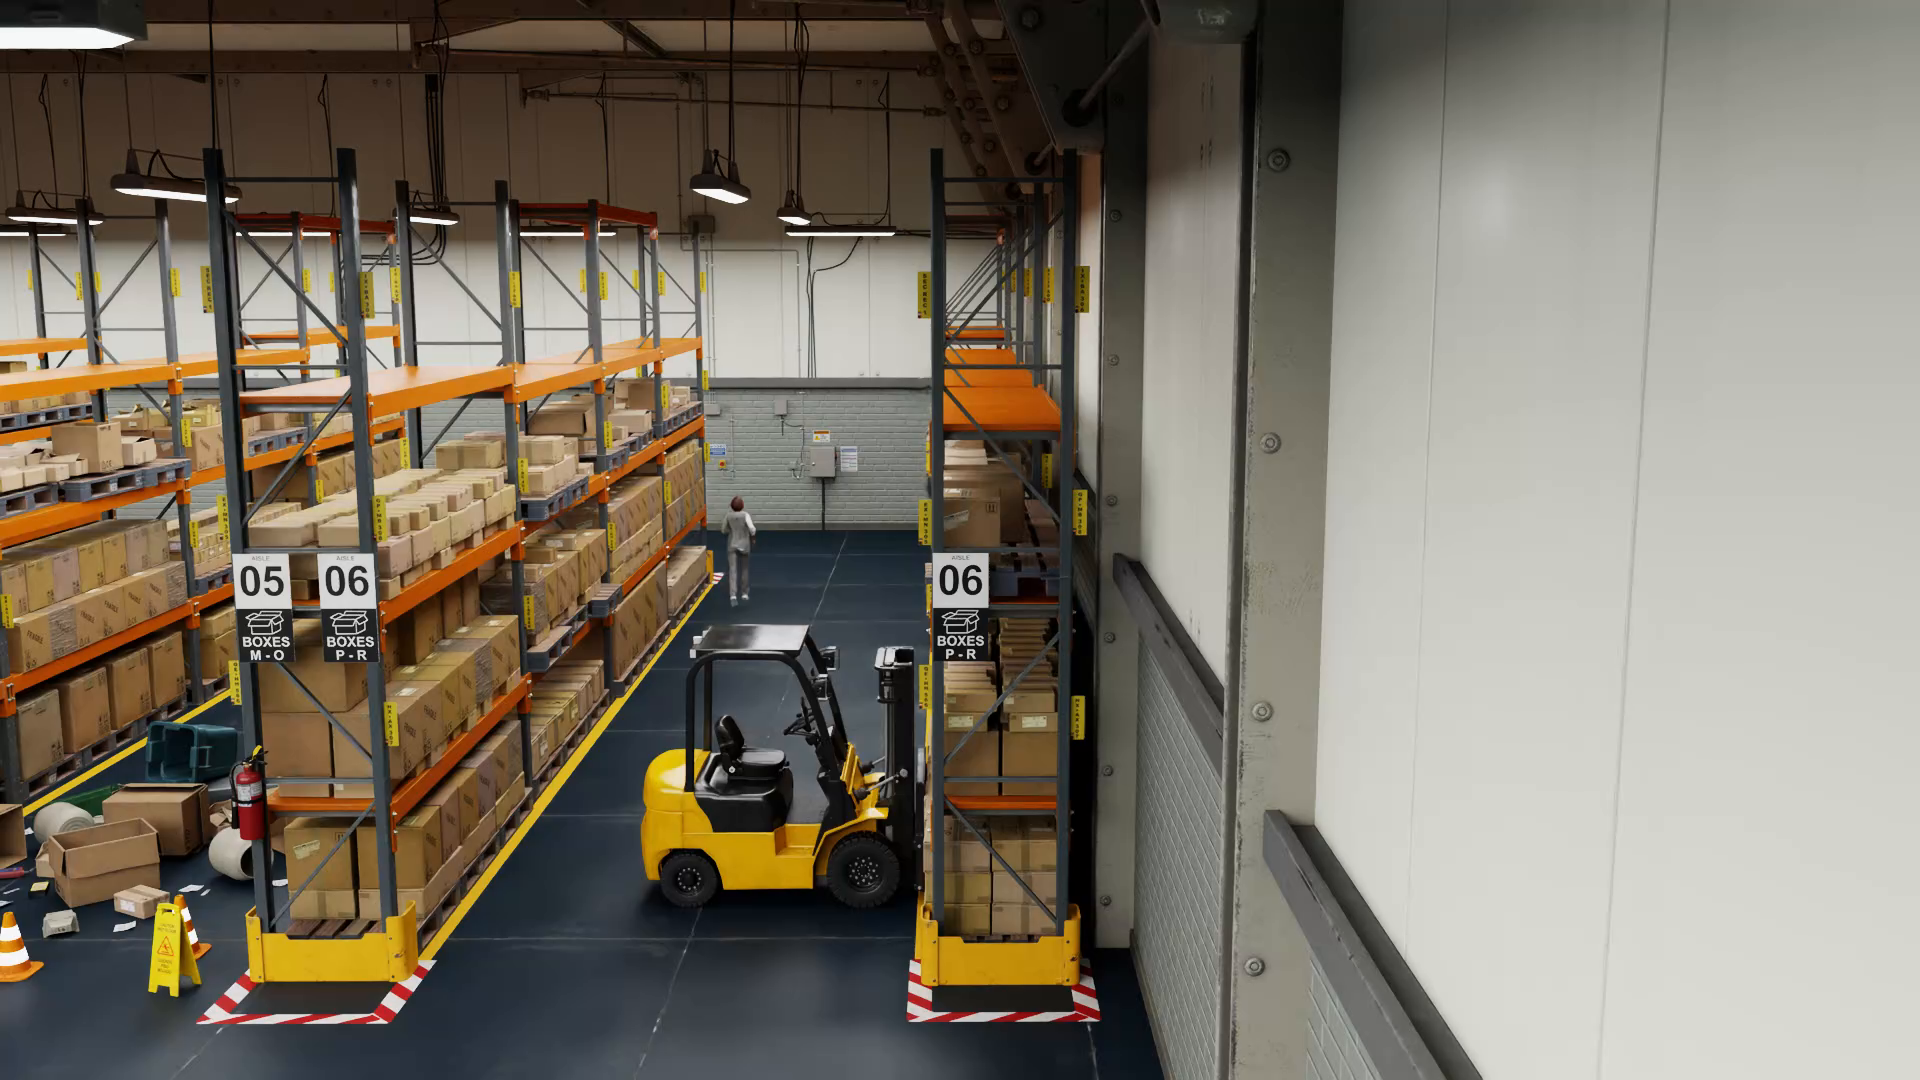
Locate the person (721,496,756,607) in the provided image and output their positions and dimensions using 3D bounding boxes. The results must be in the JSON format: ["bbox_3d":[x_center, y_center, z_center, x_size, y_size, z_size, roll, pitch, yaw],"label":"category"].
[{"bbox_3d":[-3.265,0.150,24.568,0.534,1.618,0.828,0,9,-2],"label":"person"}]
